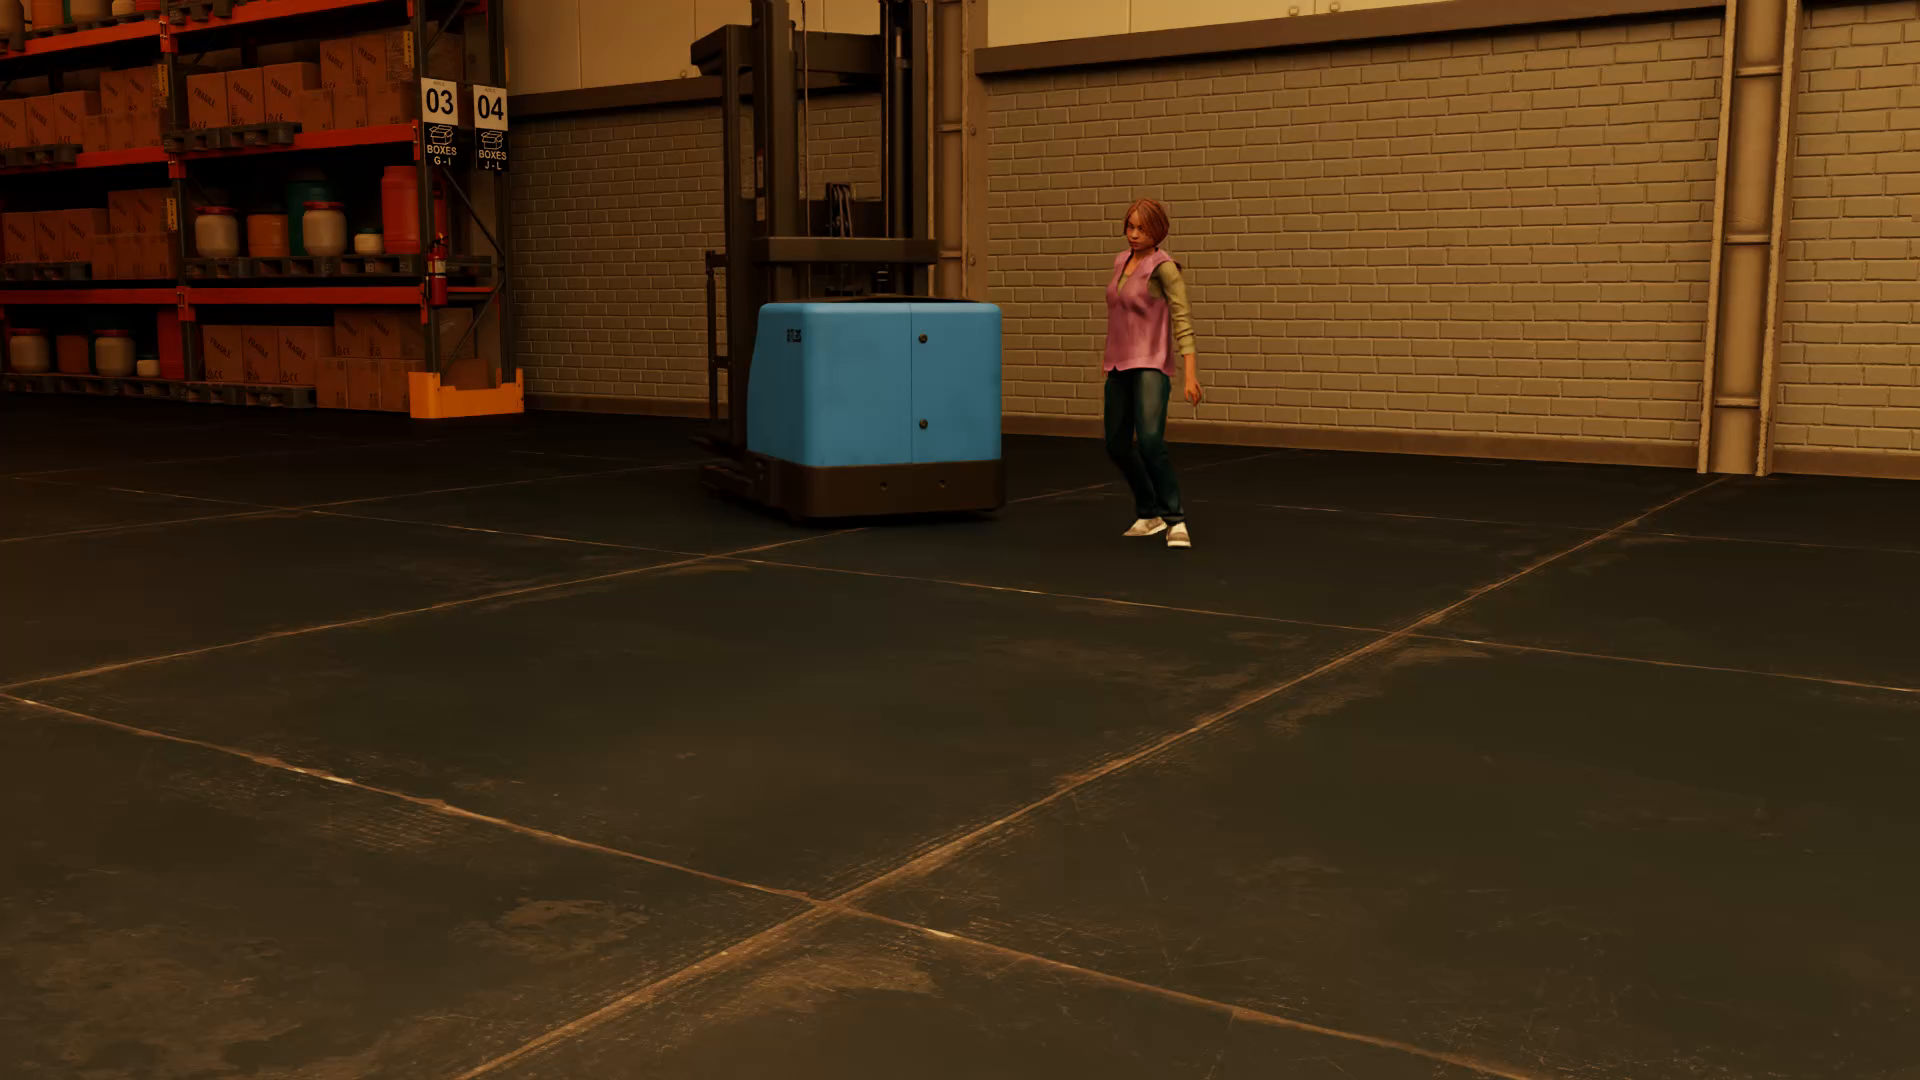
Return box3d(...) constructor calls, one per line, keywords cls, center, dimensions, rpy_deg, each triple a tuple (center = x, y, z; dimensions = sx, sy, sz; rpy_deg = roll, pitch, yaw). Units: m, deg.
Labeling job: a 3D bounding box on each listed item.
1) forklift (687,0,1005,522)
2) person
box3d(cls="forklift", center=(-0.828, -1.705, 9.182), dimensions=(1.130, 2.935, 3.031), rpy_deg=(-3, 9, -23))
box3d(cls="person", center=(0.863, -0.744, 7.574), dimensions=(0.420, 1.556, 0.745), rpy_deg=(-5, 9, -29))
